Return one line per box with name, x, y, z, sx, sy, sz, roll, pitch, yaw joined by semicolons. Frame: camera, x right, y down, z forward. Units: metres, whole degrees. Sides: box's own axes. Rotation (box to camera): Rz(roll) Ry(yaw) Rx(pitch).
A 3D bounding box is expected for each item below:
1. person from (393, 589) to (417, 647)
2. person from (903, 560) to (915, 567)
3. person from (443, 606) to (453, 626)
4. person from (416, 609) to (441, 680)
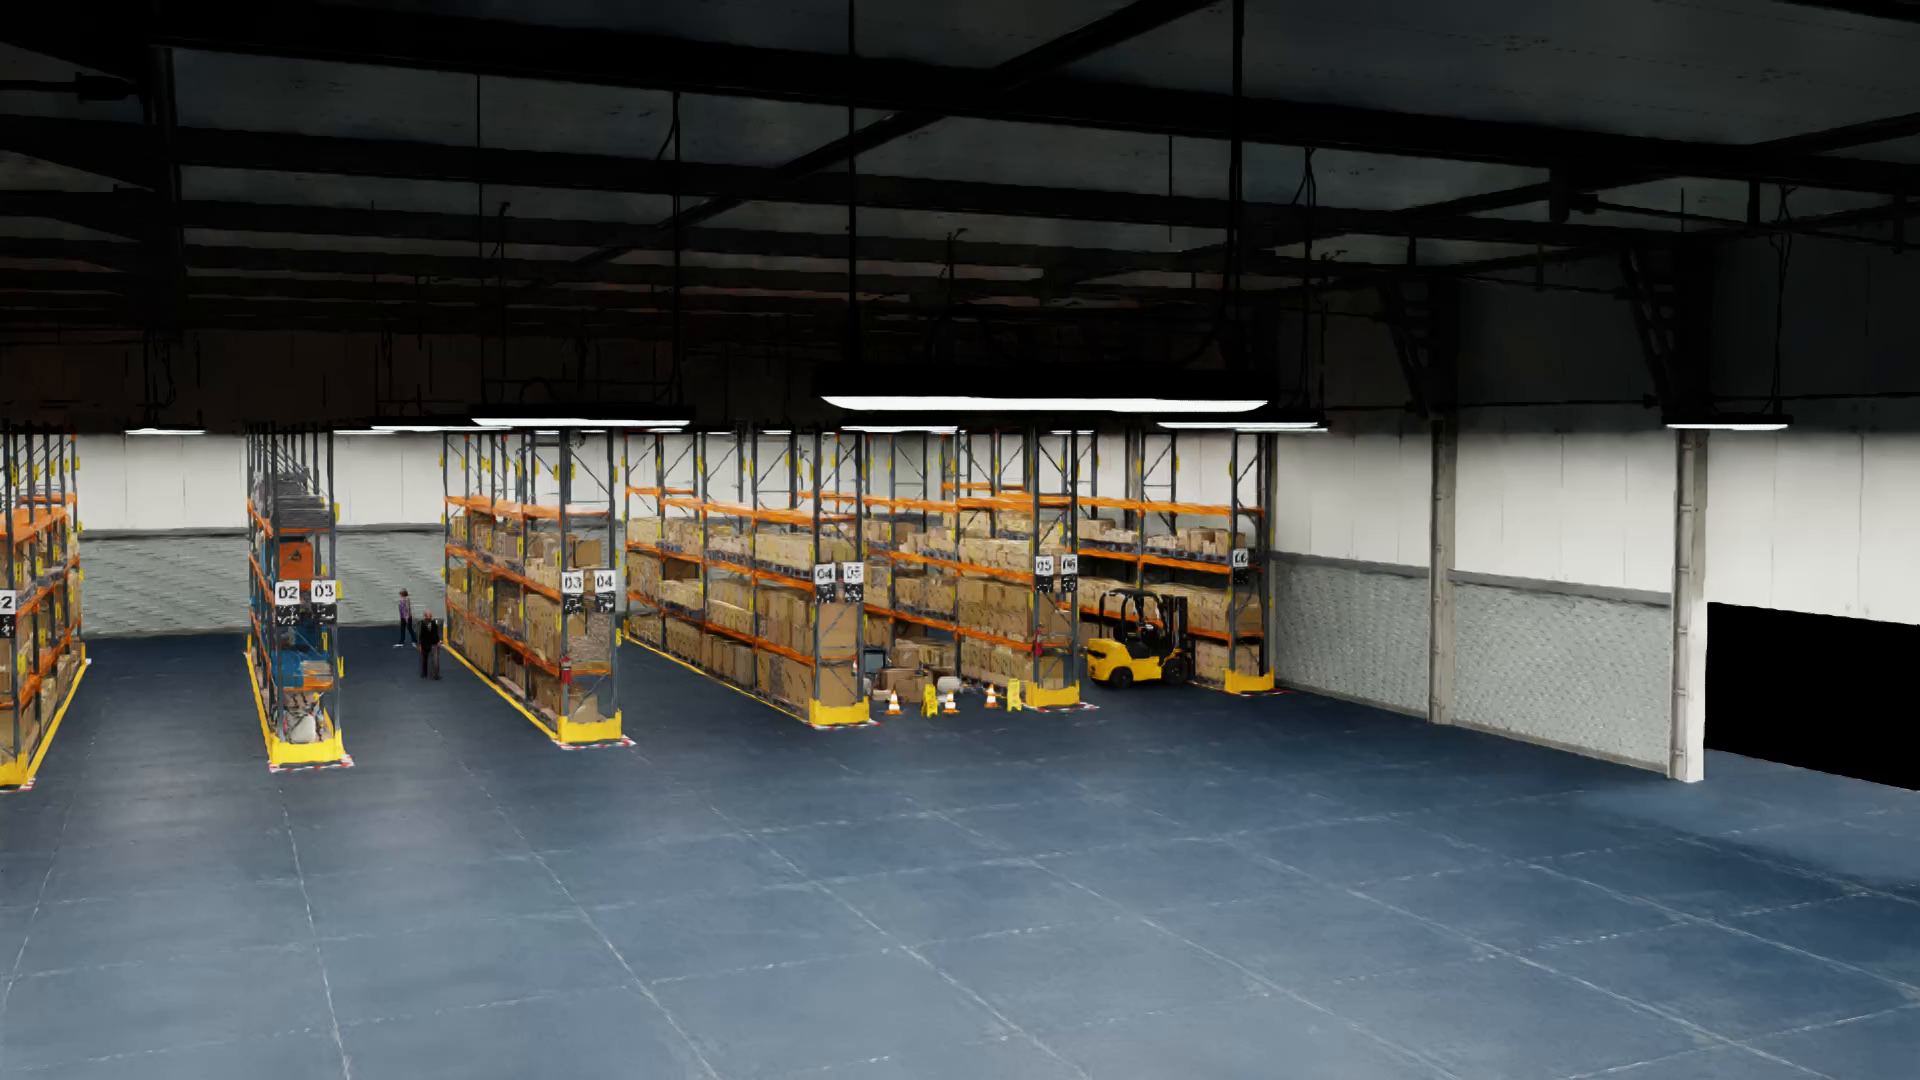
person;-15.045;2.108;45.047;0.569;1.582;0.537;-3;5;-40
person;-1.657;1.401;56.108;0.531;1.650;0.576;1;4;22
person;-15.072;1.813;49.584;0.599;1.602;0.817;-3;5;-42
person;-12.511;2.443;39.134;0.543;1.648;1.115;-1;4;-23
